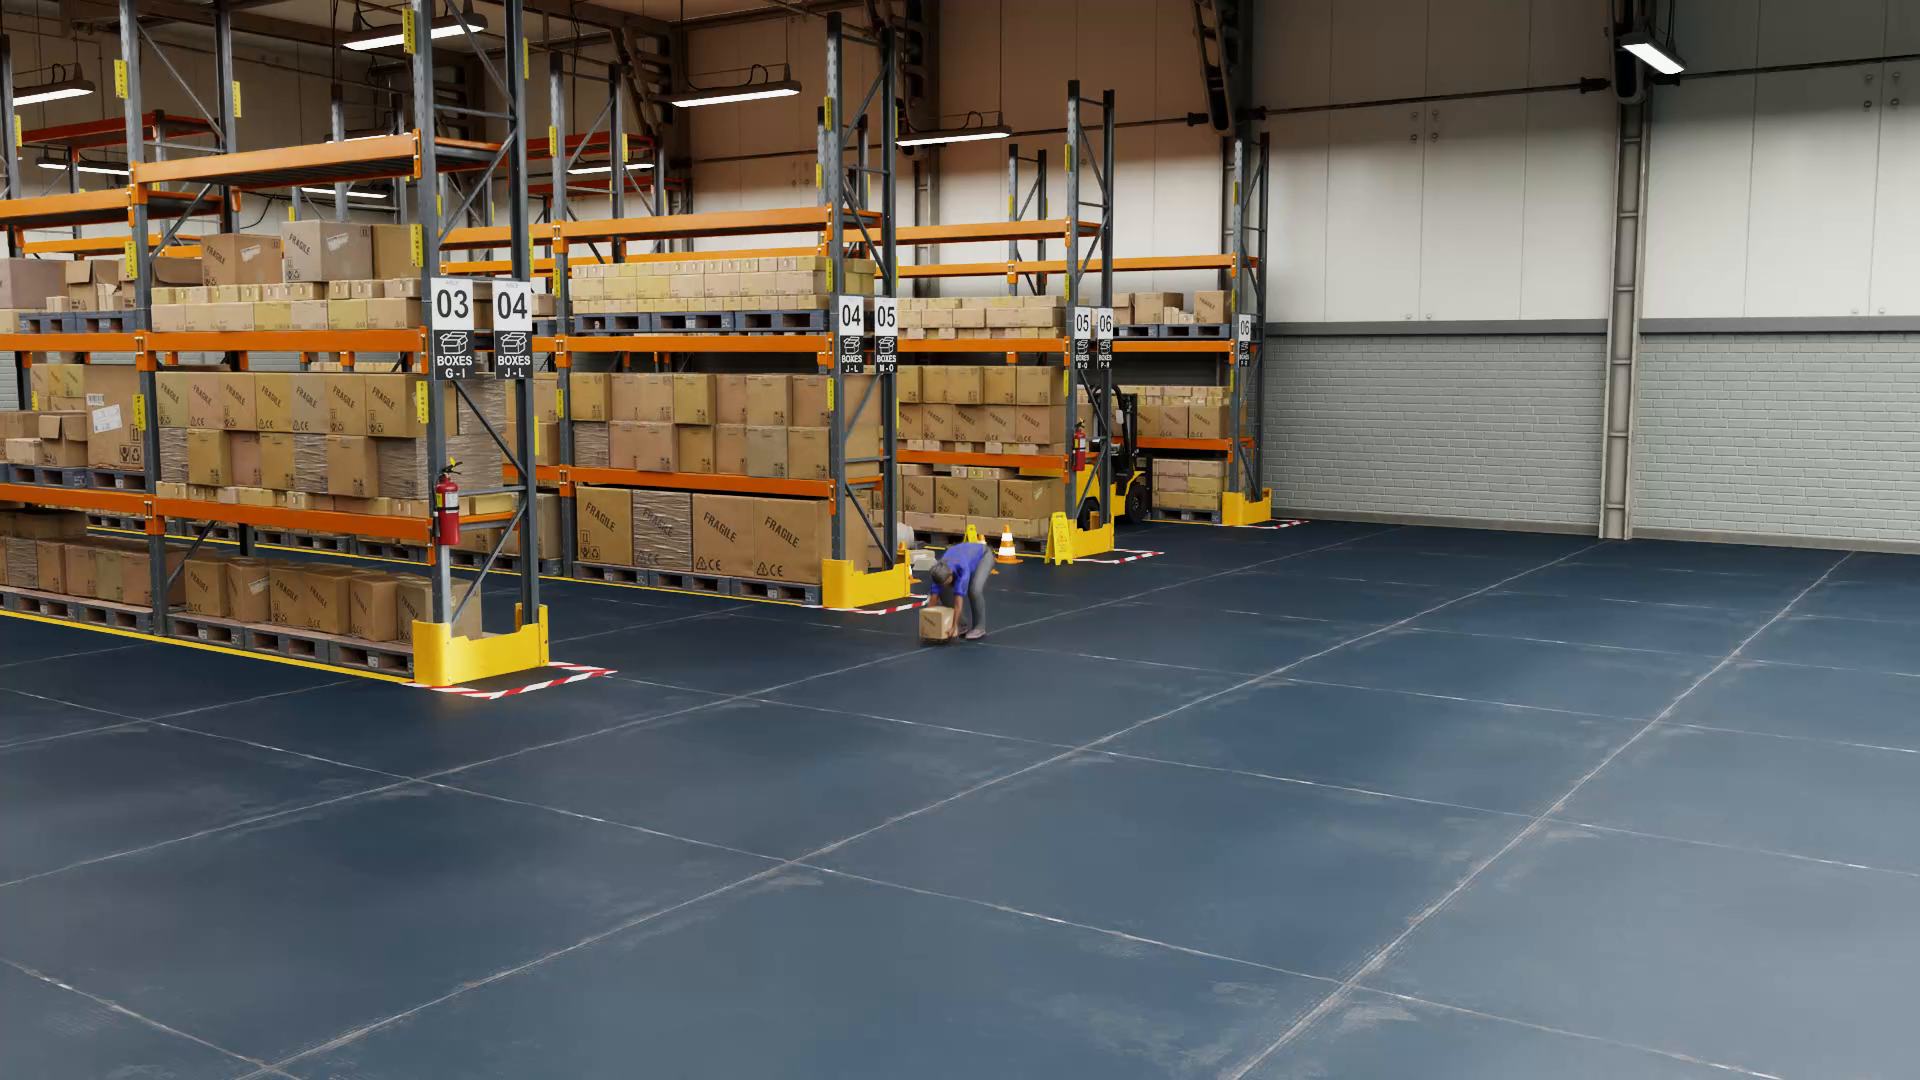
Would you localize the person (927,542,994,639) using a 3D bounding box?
[{"bbox_3d":[-0.012,0.477,15.296,0.443,0.876,0.882,4,7,31],"label":"person"}]
